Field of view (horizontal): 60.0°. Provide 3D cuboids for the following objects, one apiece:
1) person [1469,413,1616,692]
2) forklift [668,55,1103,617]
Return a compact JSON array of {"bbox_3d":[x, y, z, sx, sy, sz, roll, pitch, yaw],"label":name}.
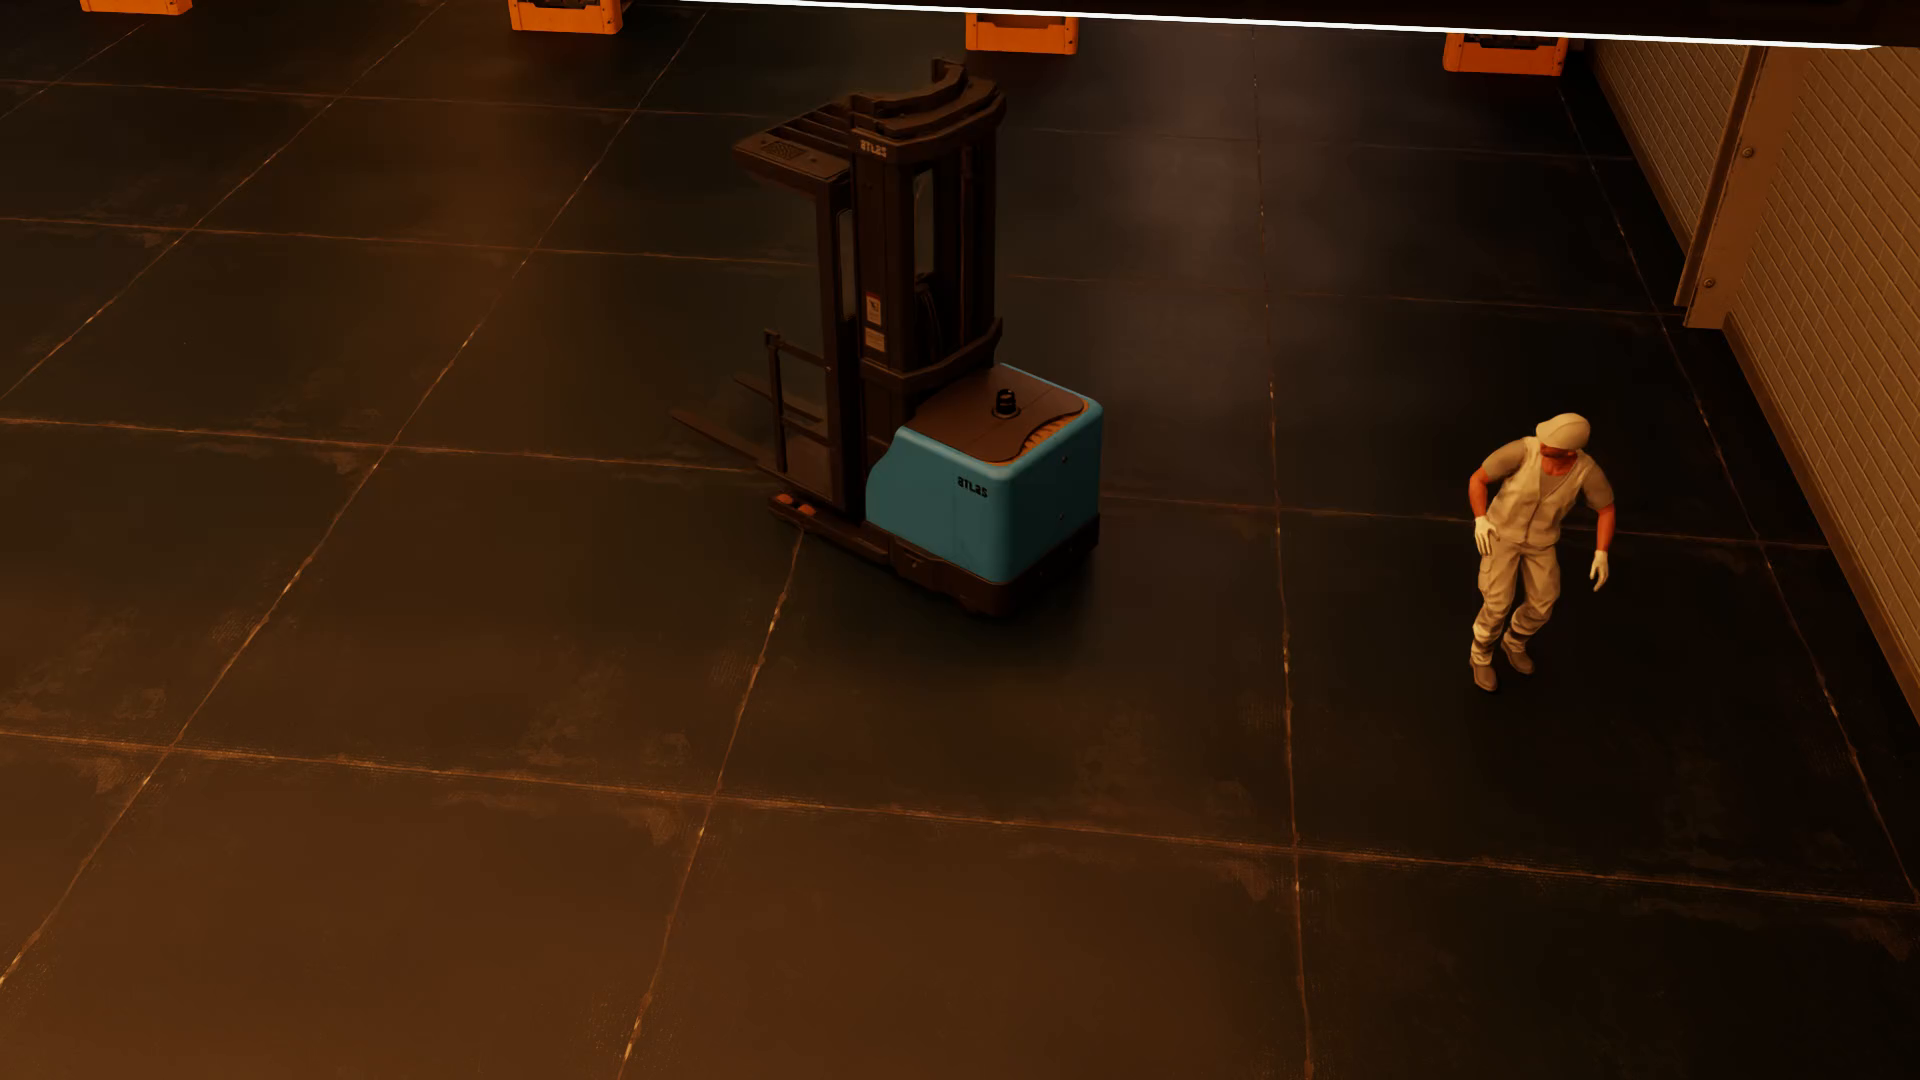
[{"bbox_3d":[3.110,0.036,9.014,0.763,1.728,0.520,4,37,6],"label":"person"},{"bbox_3d":[-0.602,-1.454,10.002,3.031,2.935,1.130,26,44,31],"label":"forklift"}]
